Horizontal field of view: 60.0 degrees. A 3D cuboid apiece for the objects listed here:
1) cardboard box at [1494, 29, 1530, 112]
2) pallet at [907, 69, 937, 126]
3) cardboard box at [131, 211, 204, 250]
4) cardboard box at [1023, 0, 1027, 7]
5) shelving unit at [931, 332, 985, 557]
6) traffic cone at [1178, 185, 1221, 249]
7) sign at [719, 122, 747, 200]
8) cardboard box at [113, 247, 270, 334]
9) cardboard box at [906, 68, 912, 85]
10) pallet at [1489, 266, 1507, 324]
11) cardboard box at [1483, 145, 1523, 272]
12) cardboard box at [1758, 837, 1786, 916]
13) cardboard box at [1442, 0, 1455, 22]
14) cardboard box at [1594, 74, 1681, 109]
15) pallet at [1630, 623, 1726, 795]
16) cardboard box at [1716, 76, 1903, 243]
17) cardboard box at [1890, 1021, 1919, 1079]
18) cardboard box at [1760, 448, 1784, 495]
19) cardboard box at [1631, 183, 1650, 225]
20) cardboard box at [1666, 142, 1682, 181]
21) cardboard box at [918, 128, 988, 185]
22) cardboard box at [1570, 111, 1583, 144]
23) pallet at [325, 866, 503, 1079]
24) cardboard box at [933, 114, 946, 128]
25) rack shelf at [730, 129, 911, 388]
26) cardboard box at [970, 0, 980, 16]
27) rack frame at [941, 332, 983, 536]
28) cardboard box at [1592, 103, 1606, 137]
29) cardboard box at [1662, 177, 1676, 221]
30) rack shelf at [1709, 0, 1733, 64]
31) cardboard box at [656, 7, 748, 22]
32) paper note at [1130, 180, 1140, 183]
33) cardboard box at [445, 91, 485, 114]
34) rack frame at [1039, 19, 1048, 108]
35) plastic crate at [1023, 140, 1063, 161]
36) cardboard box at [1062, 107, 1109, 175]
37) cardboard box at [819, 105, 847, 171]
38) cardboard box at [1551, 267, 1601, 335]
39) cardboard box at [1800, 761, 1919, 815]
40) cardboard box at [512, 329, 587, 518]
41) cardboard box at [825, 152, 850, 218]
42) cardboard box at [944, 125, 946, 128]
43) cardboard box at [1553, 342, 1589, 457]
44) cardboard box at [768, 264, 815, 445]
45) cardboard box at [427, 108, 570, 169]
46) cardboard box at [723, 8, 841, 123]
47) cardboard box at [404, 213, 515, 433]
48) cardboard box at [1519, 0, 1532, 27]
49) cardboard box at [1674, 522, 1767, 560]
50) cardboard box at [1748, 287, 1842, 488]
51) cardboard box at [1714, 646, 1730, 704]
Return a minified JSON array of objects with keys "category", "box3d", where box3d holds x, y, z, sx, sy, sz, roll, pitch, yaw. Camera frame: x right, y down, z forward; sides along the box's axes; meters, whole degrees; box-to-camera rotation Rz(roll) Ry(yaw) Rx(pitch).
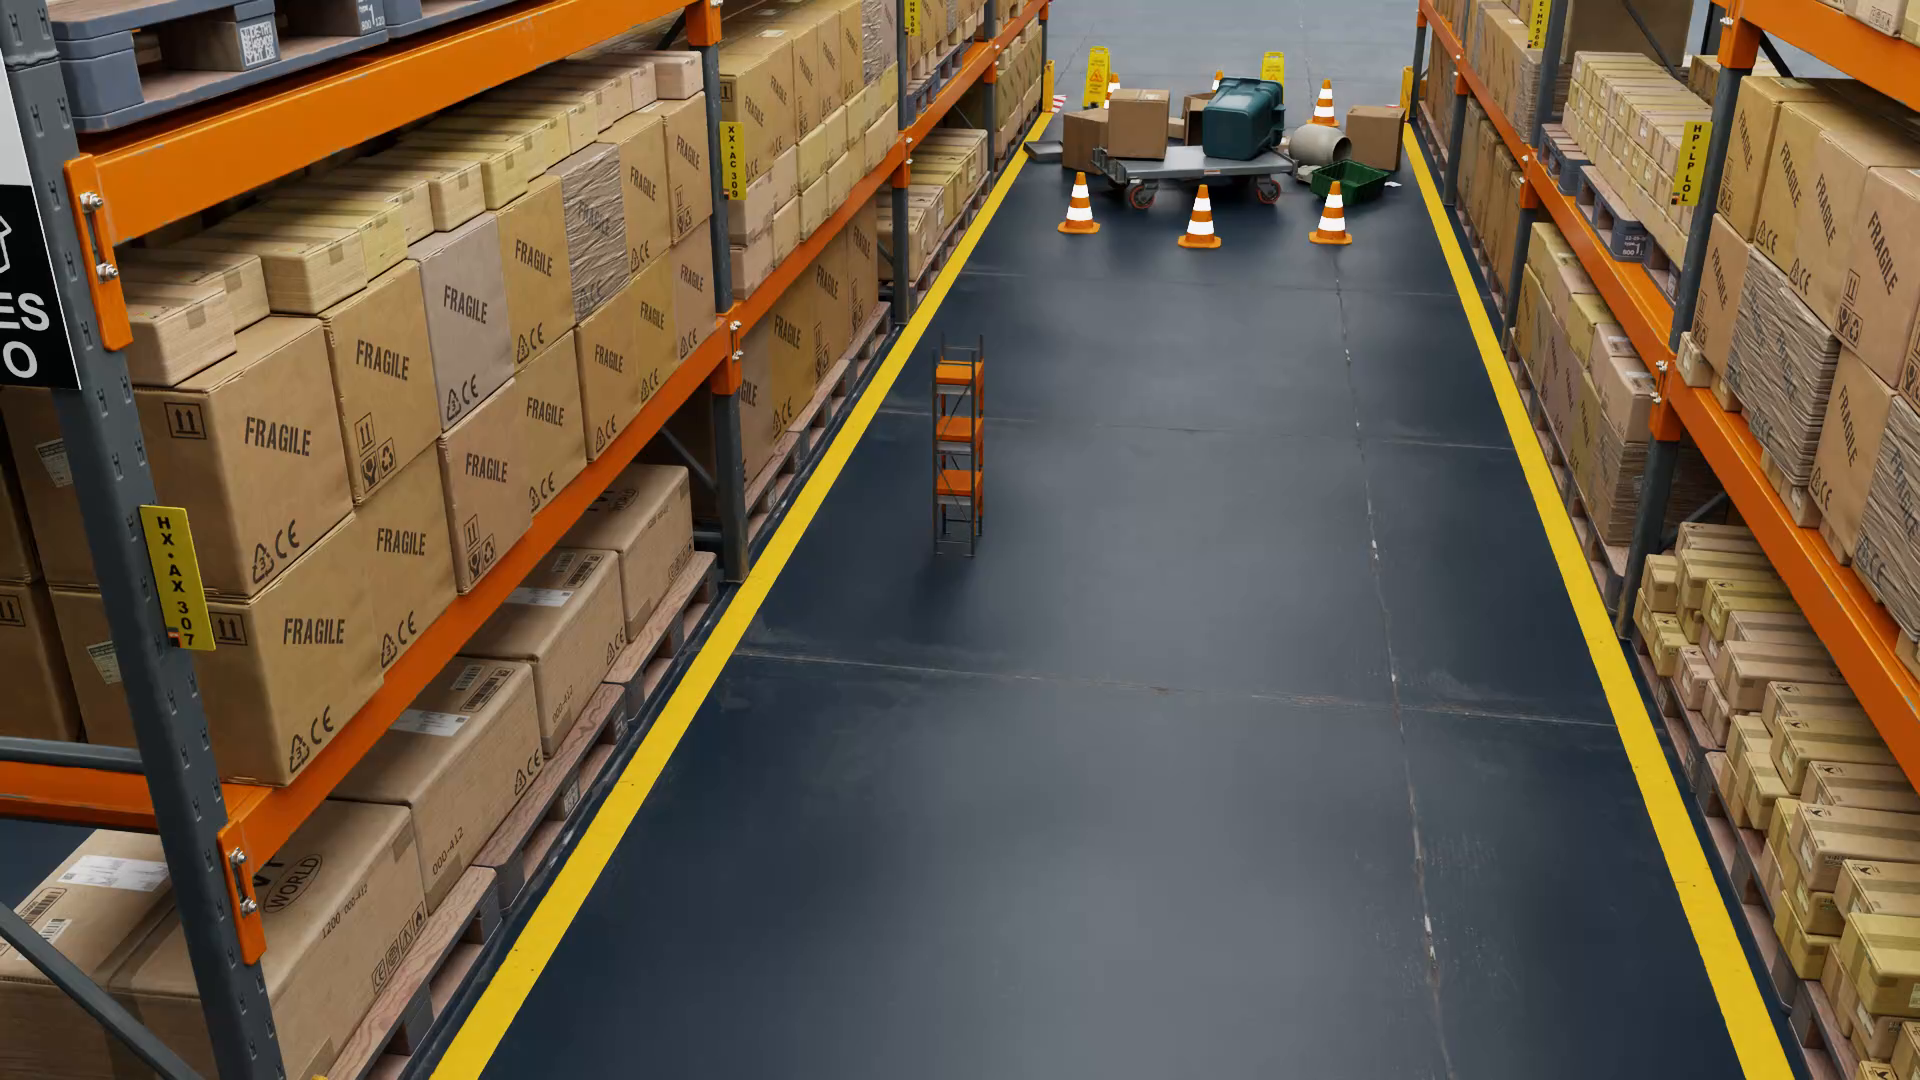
[{"category":"cardboard box","box3d":[4.024,-3.247,11.531,0.500,0.500,0.500,4,25,8]},{"category":"pallet","box3d":[-0.838,-3.096,11.553,1.213,0.211,1.003,4,25,9]},{"category":"cardboard box","box3d":[-2.237,-0.812,4.384,0.380,0.149,0.250,5,25,10]},{"category":"cardboard box","box3d":[0.468,-5.399,16.542,0.380,0.149,0.250,4,25,8]},{"category":"shelving unit","box3d":[-0.009,-0.453,7.980,0.215,1.050,0.252,4,25,9]},{"category":"traffic cone","box3d":[1.922,-2.596,13.249,0.336,0.463,0.334,4,25,9]},{"category":"sign","box3d":[-0.955,-1.595,7.005,0.100,0.325,0.005,4,25,9]},{"category":"cardboard box","box3d":[-1.853,-0.568,3.862,0.380,0.149,0.250,5,25,10]},{"category":"cardboard box","box3d":[-0.533,-3.193,11.334,0.380,0.149,0.250,2,25,5]},{"category":"pallet","box3d":[4.254,-1.639,11.502,1.003,0.211,1.213,4,25,9]},{"category":"cardboard box","box3d":[4.379,-2.363,11.918,1.050,0.750,0.750,4,25,9]},{"category":"cardboard box","box3d":[2.766,1.088,5.255,0.380,0.149,0.250,5,25,10]},{"category":"cardboard box","box3d":[5.013,-5.151,15.539,0.875,0.550,0.500,4,25,9]},{"category":"cardboard box","box3d":[3.655,-2.417,8.976,0.380,0.149,0.250,3,25,6]},{"category":"pallet","box3d":[3.322,0.642,6.629,1.003,0.211,1.213,4,25,9]},{"category":"cardboard box","box3d":[3.083,-1.365,5.980,0.500,0.500,0.500,5,25,10]},{"category":"cardboard box","box3d":[2.644,1.389,4.261,0.380,0.149,0.250,3,25,7]},{"category":"cardboard box","box3d":[2.912,-0.252,5.546,0.380,0.149,0.250,4,25,9]},{"category":"cardboard box","box3d":[3.433,-1.595,7.920,0.380,0.149,0.250,3,25,6]},{"category":"cardboard box","box3d":[3.358,-1.652,7.340,0.380,0.149,0.250,3,25,7]},{"category":"cardboard box","box3d":[-0.278,-3.331,14.433,0.950,0.372,0.625,4,25,9]},{"category":"cardboard box","box3d":[3.735,-2.368,9.572,0.380,0.149,0.250,5,26,11]},{"category":"pallet","box3d":[-2.103,1.391,5.029,1.003,0.211,1.213,4,25,9]},{"category":"cardboard box","box3d":[-0.363,-4.101,15.337,0.500,0.500,0.500,4,25,8]},{"category":"rack shelf","box3d":[-1.176,-1.715,9.225,1.077,0.370,4.000,4,25,9]},{"category":"cardboard box","box3d":[-0.124,-4.504,13.371,0.500,0.500,0.500,4,25,9]},{"category":"rack frame","box3d":[0.011,-0.504,8.089,0.200,1.050,0.008,4,25,9]},{"category":"cardboard box","box3d":[3.650,-2.269,9.009,0.380,0.149,0.250,4,25,9]},{"category":"cardboard box","box3d":[3.353,-1.509,7.386,0.380,0.149,0.250,5,26,11]},{"category":"rack shelf","box3d":[3.724,-2.773,7.947,1.077,0.370,4.000,4,25,9]},{"category":"cardboard box","box3d":[-1.428,-2.552,8.867,0.500,0.500,0.500,4,25,9]},{"category":"paper note","box3d":[1.575,-3.309,15.284,0.148,0.019,0.142,4,25,9]},{"category":"cardboard box","box3d":[-1.938,-1.565,5.992,0.380,0.149,0.250,4,25,8]},{"category":"rack frame","box3d":[0.458,-6.224,18.008,1.000,3.000,0.127,4,25,9]},{"category":"plastic crate","box3d":[0.870,-3.828,16.334,0.402,0.080,0.583,-5,25,-10]},{"category":"cardboard box","box3d":[1.322,-3.774,15.719,0.500,0.500,0.500,-20,32,-36]},{"category":"cardboard box","box3d":[-0.906,-2.169,8.932,0.500,0.250,0.500,3,25,7]},{"category":"cardboard box","box3d":[3.523,-1.285,9.026,0.500,0.250,0.500,4,25,9]},{"category":"cardboard box","box3d":[2.841,0.820,5.125,0.380,0.149,0.250,3,25,7]},{"category":"cardboard box","box3d":[-1.573,-0.394,5.435,0.500,0.500,0.500,5,26,10]},{"category":"cardboard box","box3d":[-0.897,-1.941,9.035,0.500,0.250,0.500,4,25,8]},{"category":"cardboard box","box3d":[-0.364,-3.761,15.496,0.500,0.250,0.500,5,26,11]},{"category":"cardboard box","box3d":[3.442,-0.718,8.699,0.500,0.500,0.500,3,25,7]},{"category":"cardboard box","box3d":[-1.340,-1.076,9.021,0.875,0.875,0.875,5,26,10]},{"category":"cardboard box","box3d":[-1.510,-1.316,5.460,0.380,0.149,0.250,3,25,7]},{"category":"cardboard box","box3d":[-0.929,-2.508,8.772,0.500,0.500,0.500,4,25,8]},{"category":"cardboard box","box3d":[-1.643,-0.643,4.789,0.500,0.500,0.500,4,25,8]},{"category":"cardboard box","box3d":[4.381,-3.902,11.751,0.700,0.500,0.500,4,25,8]},{"category":"cardboard box","box3d":[3.137,0.057,6.755,0.380,0.149,0.250,5,26,11]},{"category":"cardboard box","box3d":[2.876,-0.479,5.266,0.500,0.500,0.500,3,25,7]},{"category":"cardboard box","box3d":[3.018,0.521,6.116,0.380,0.149,0.250,3,25,6]}]
